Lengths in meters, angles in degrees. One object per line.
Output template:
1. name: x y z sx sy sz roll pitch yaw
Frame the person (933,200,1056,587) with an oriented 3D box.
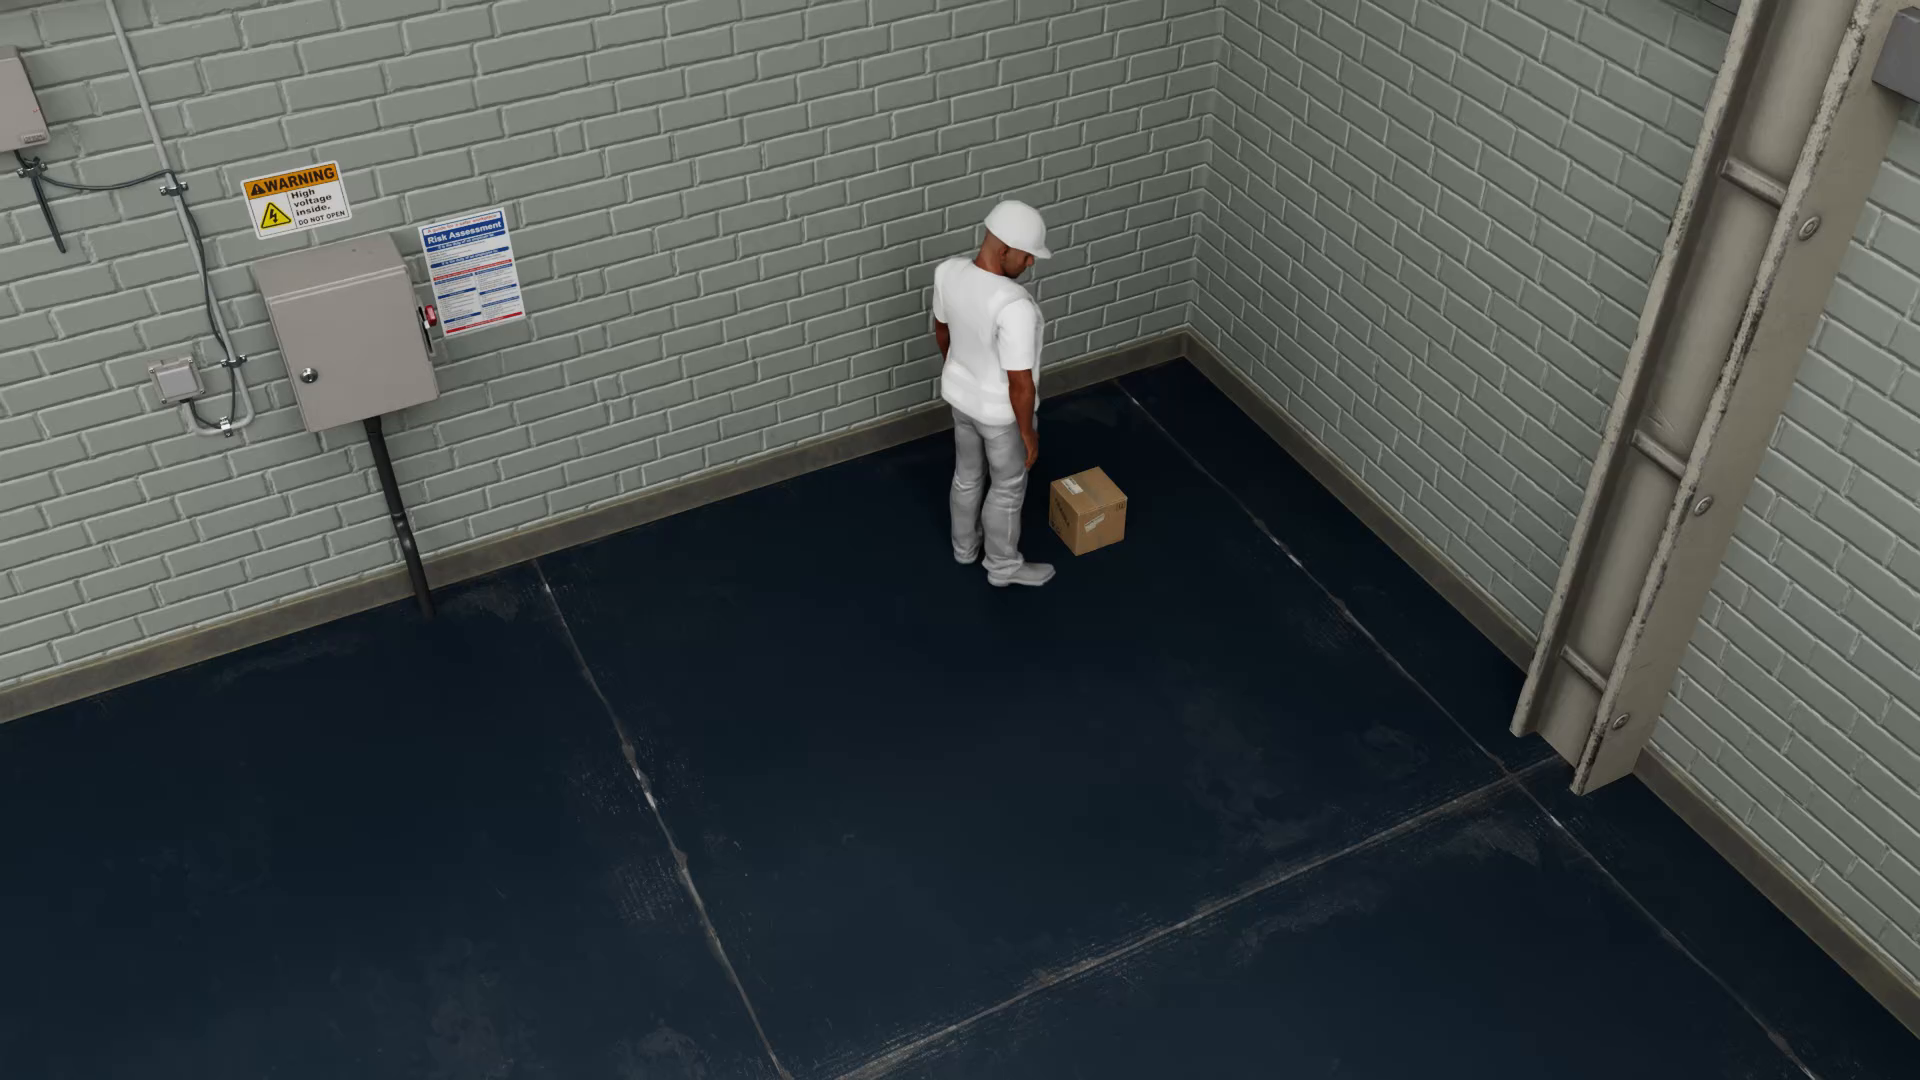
1. person: 0.125 -0.580 6.798 0.377 1.778 0.675 -31 50 -31
